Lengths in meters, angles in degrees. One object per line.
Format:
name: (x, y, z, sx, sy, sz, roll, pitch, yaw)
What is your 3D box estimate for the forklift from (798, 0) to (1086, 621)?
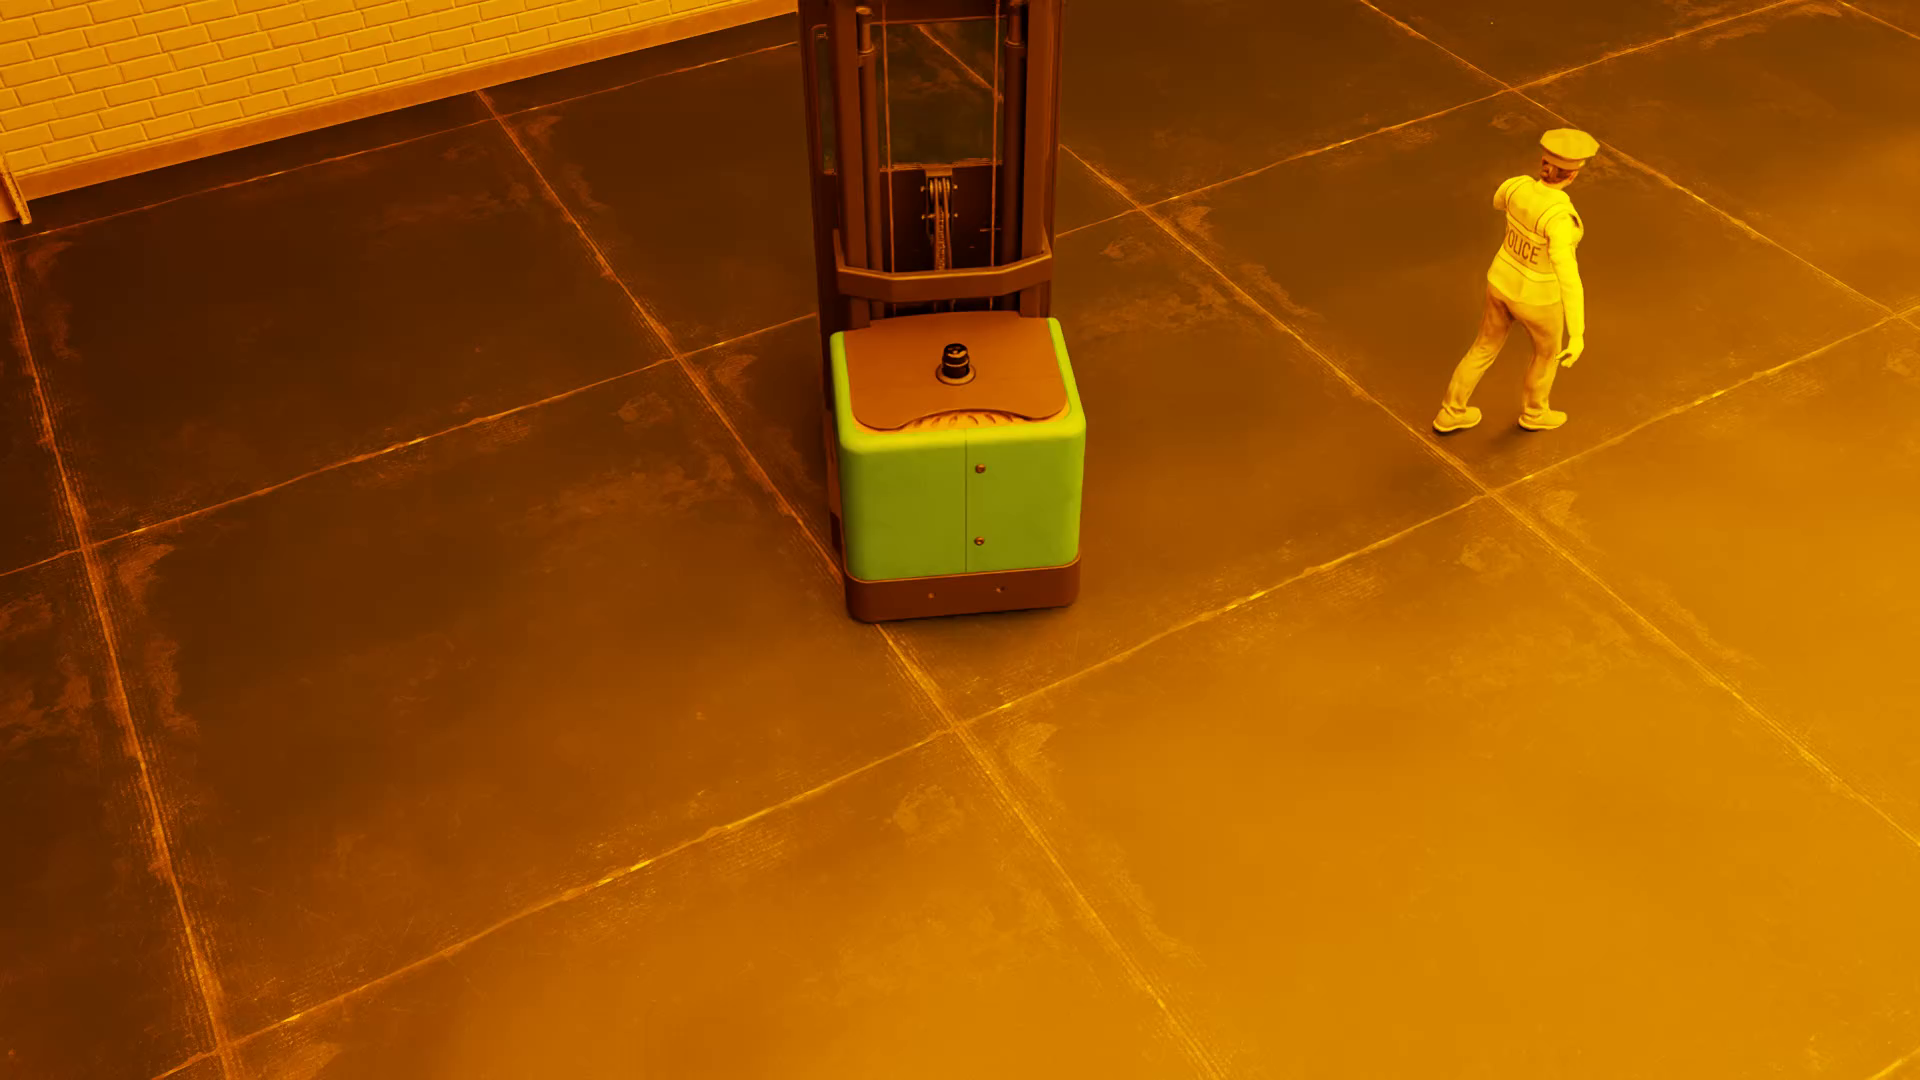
forklift: (-0.146, -1.717, 7.549, 1.130, 2.935, 3.031, -4, 43, -5)

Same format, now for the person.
person: (2.770, -1.173, 7.933, 0.687, 1.655, 0.901, -19, 46, -20)
